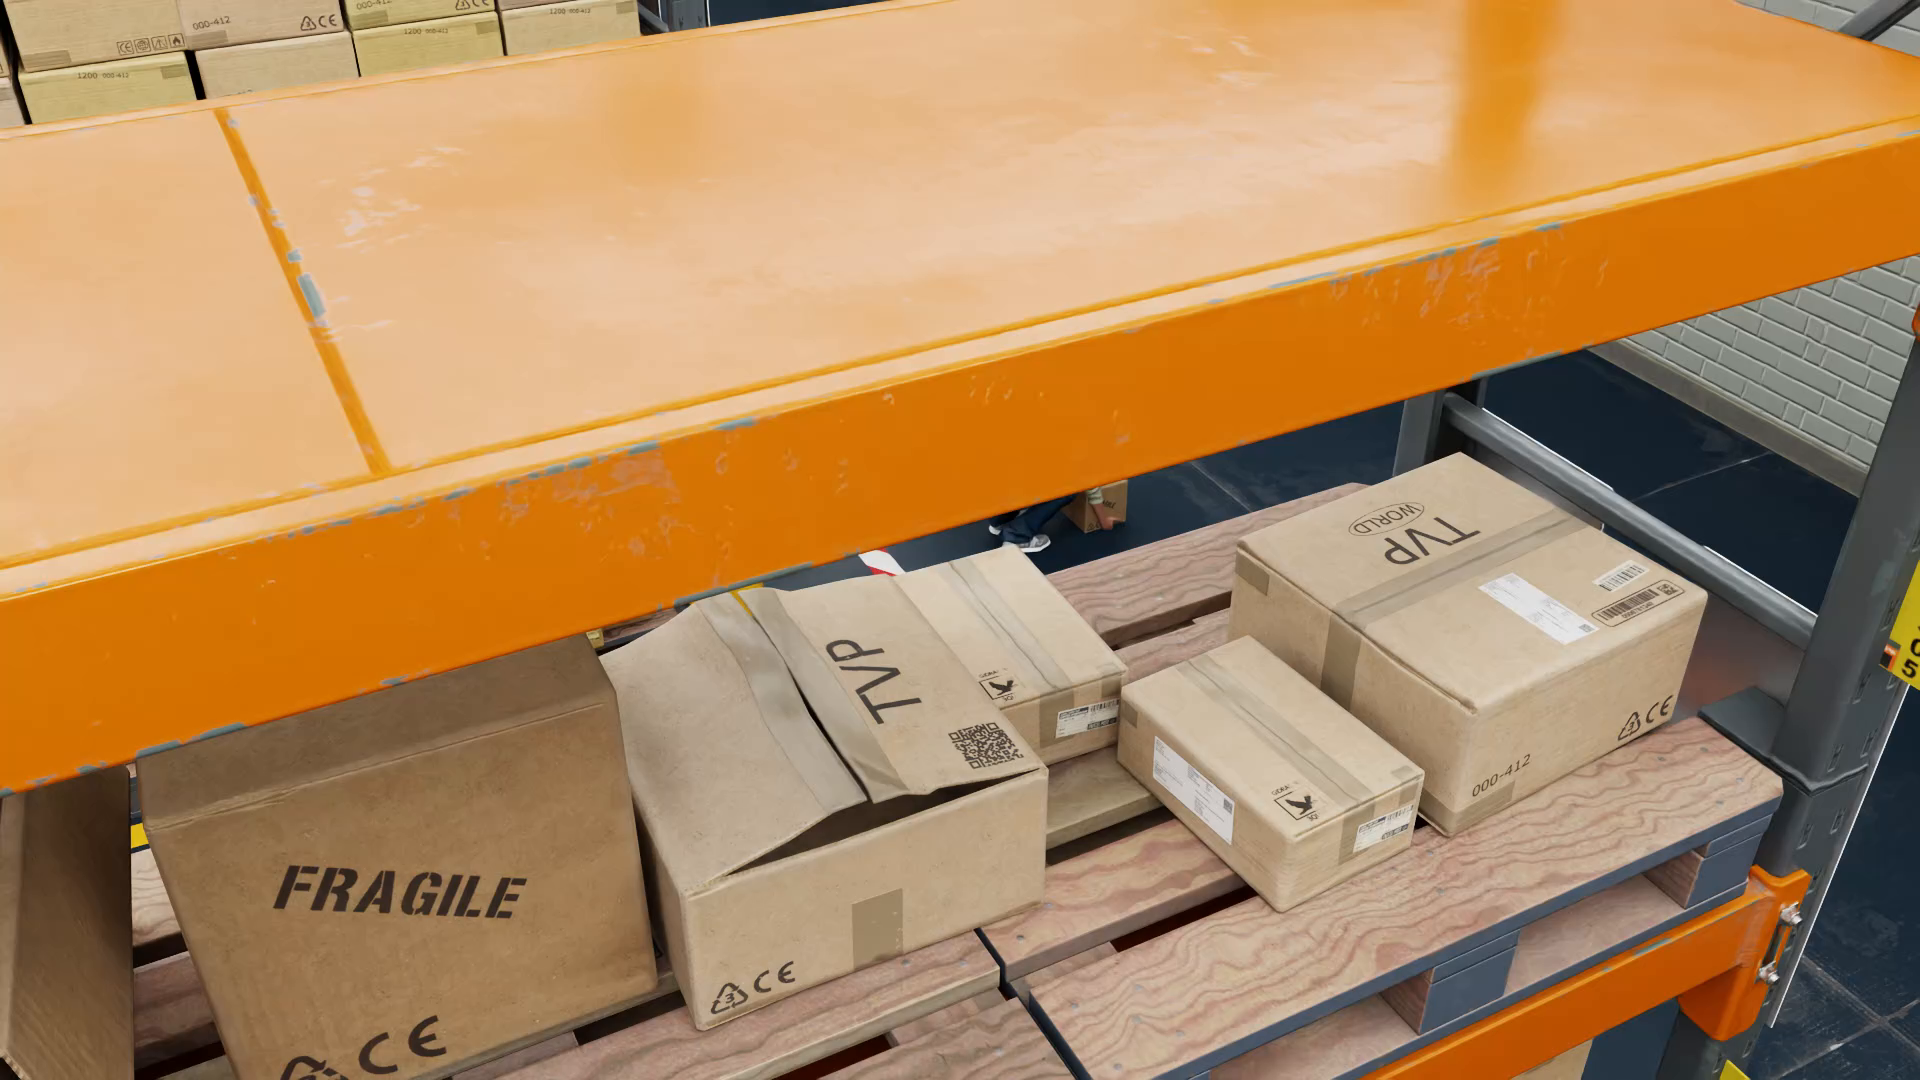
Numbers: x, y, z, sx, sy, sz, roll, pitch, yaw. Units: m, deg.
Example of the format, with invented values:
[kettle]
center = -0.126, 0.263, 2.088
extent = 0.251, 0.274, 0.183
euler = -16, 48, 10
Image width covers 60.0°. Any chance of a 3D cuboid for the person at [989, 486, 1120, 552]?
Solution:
[person]
center = 0.416, -0.316, 8.482
extent = 0.855, 0.709, 0.418
euler = -17, 37, -24
